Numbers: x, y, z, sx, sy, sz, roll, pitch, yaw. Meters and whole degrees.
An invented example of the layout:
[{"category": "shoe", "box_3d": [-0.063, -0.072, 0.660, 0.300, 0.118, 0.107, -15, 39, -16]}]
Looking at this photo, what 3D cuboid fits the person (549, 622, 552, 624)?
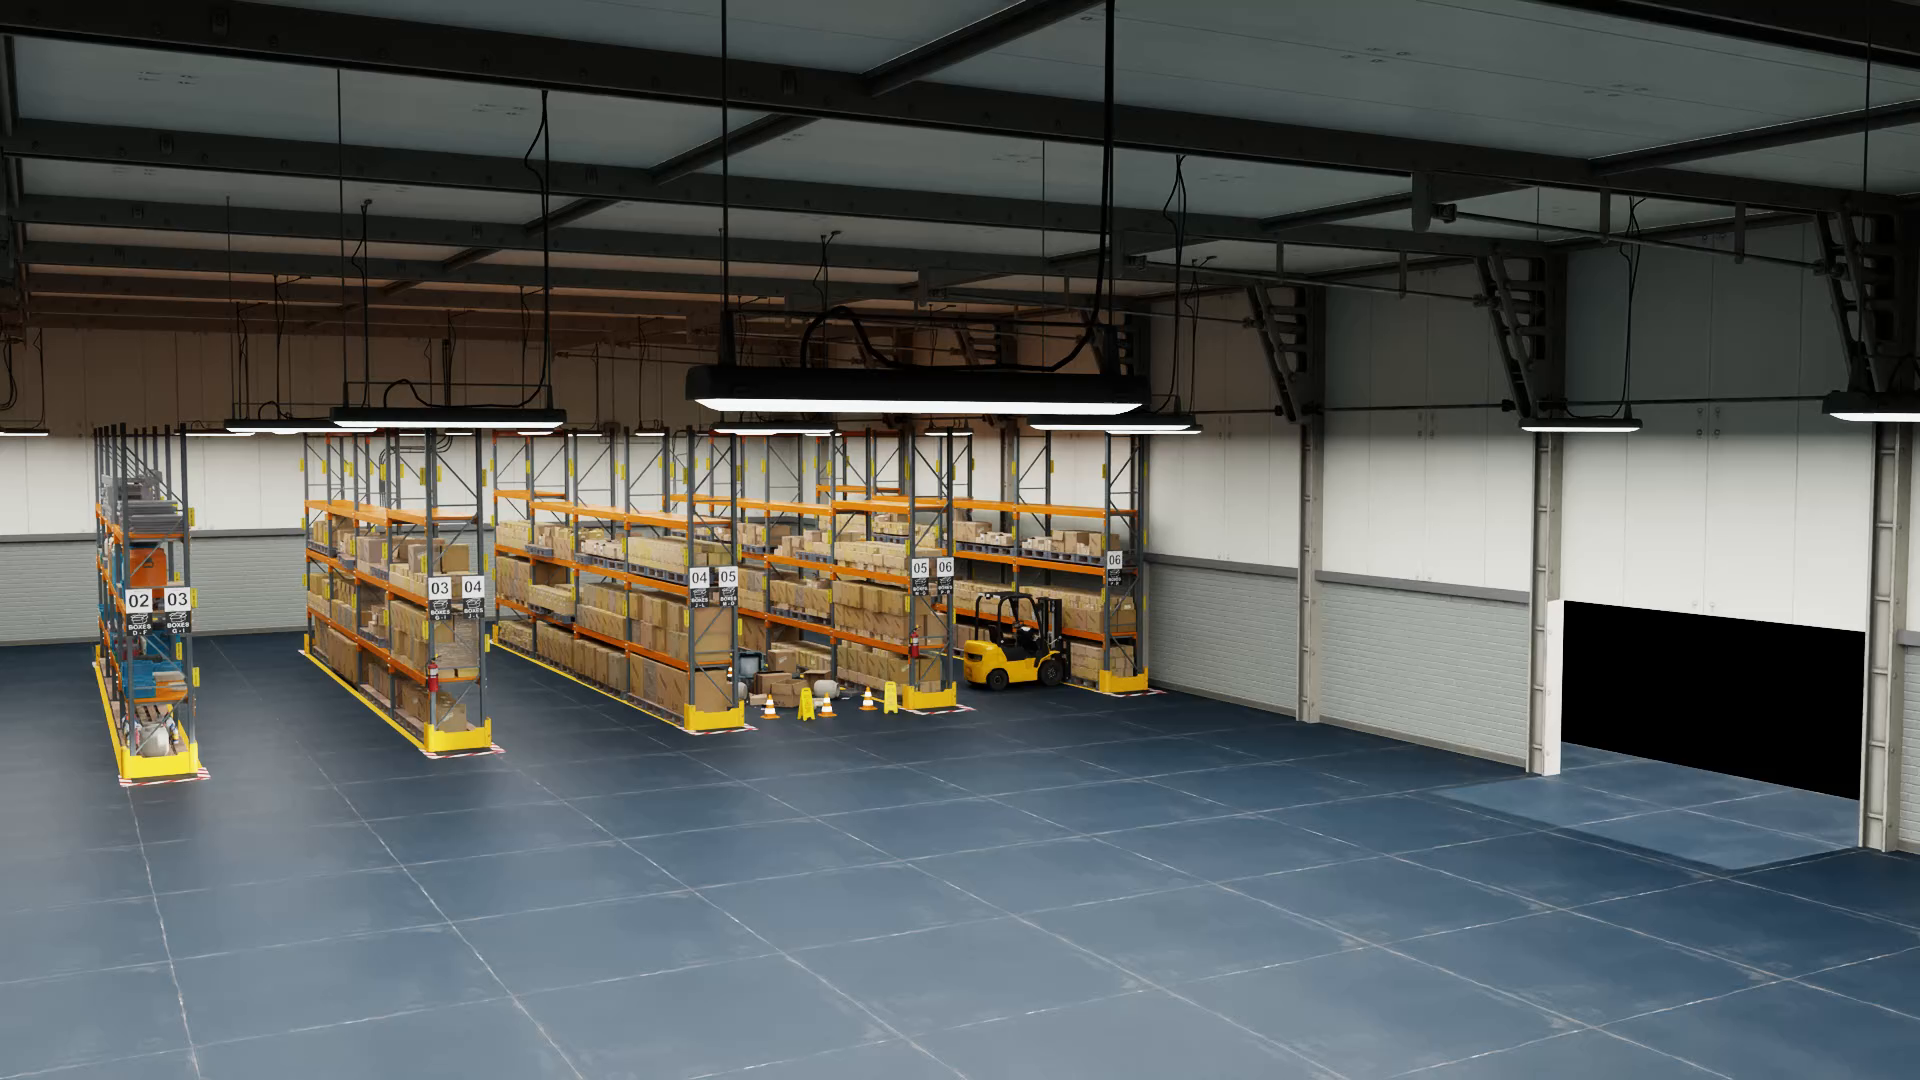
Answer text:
[{"category": "person", "box_3d": [-12.248, 1.881, 50.320, 0.448, 1.610, 0.352, -1, 4, -23]}]
